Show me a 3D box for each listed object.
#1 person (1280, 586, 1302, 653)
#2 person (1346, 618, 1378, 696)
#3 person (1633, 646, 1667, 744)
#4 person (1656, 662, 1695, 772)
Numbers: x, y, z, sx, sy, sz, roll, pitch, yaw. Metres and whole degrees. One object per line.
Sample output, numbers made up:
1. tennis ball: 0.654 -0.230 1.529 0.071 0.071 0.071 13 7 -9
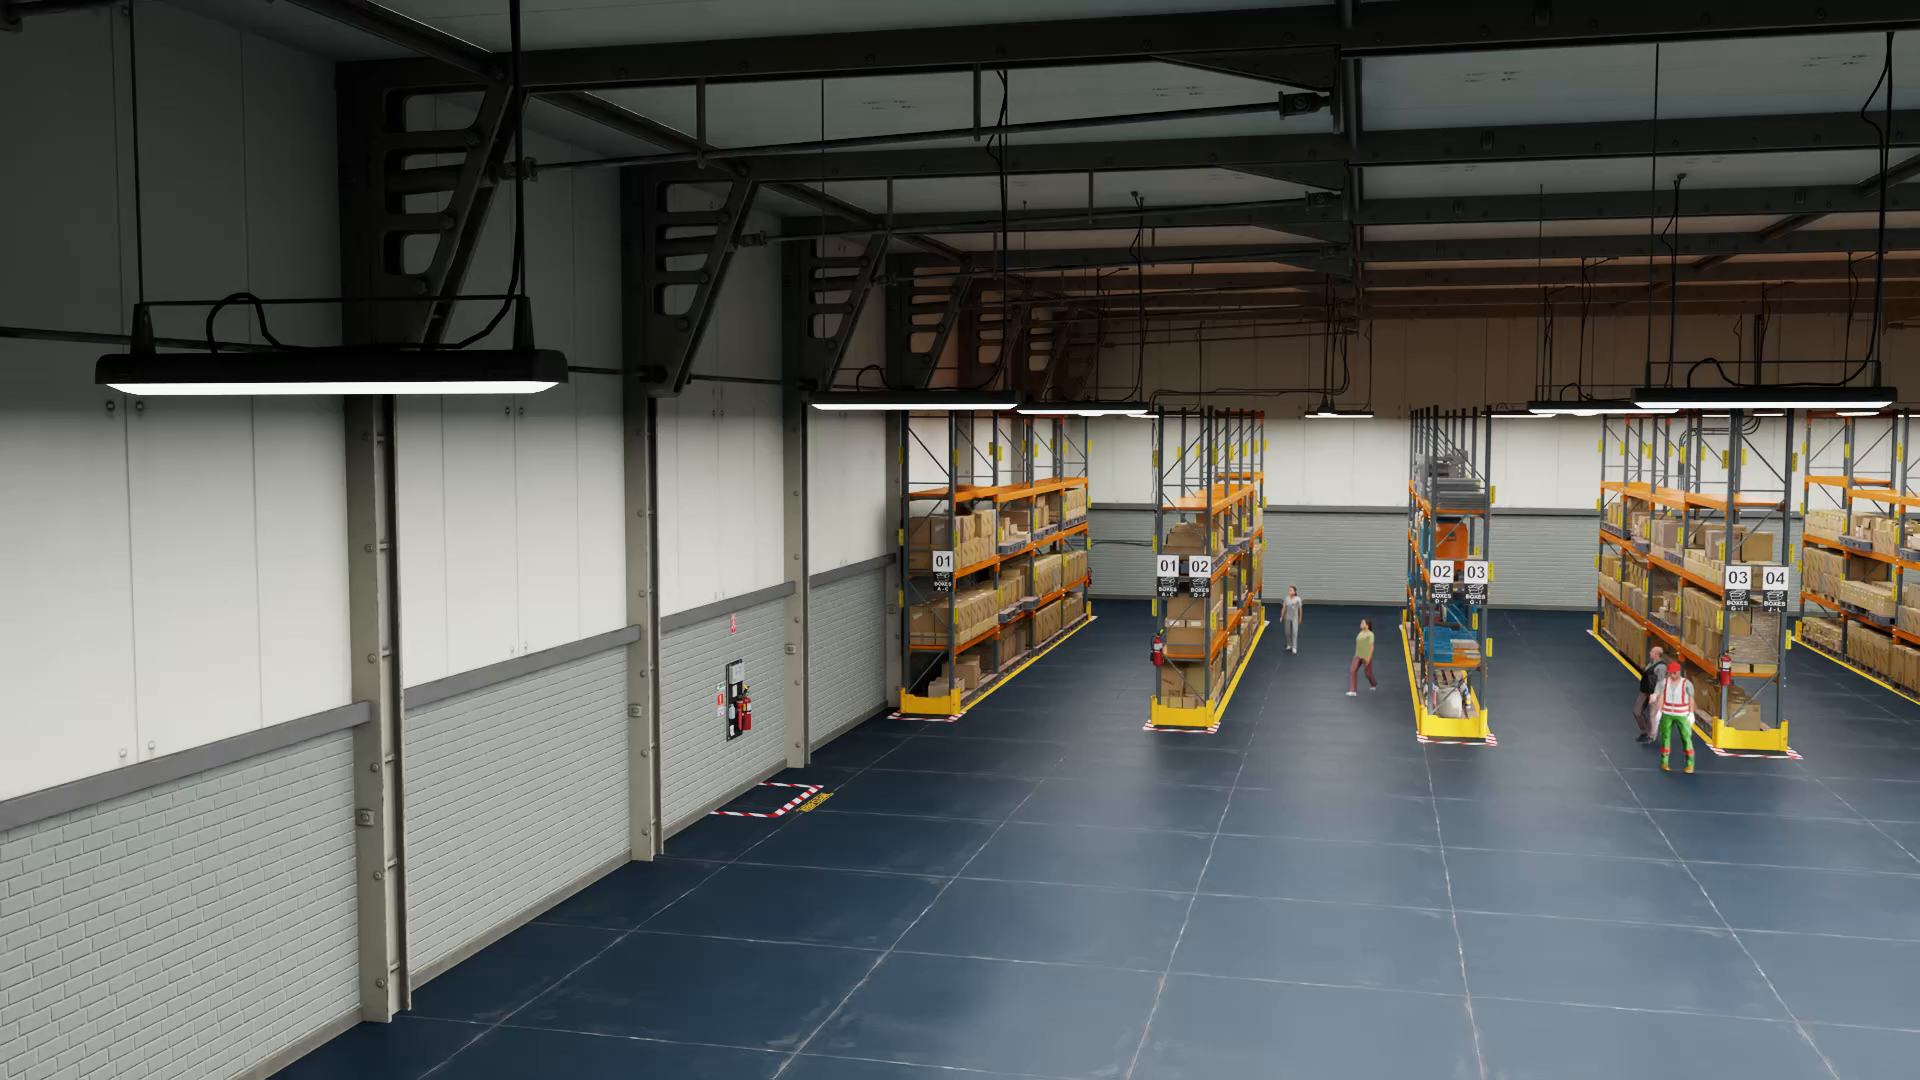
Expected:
1. person: 8.183 1.949 41.101 0.529 1.618 0.978 1 4 11
2. person: 8.416 2.421 34.564 0.478 1.616 0.962 3 5 38
3. person: 12.288 2.759 29.534 0.500 1.743 0.538 -2 5 -25
4. person: 11.698 2.876 27.188 0.617 1.782 0.402 3 5 38
